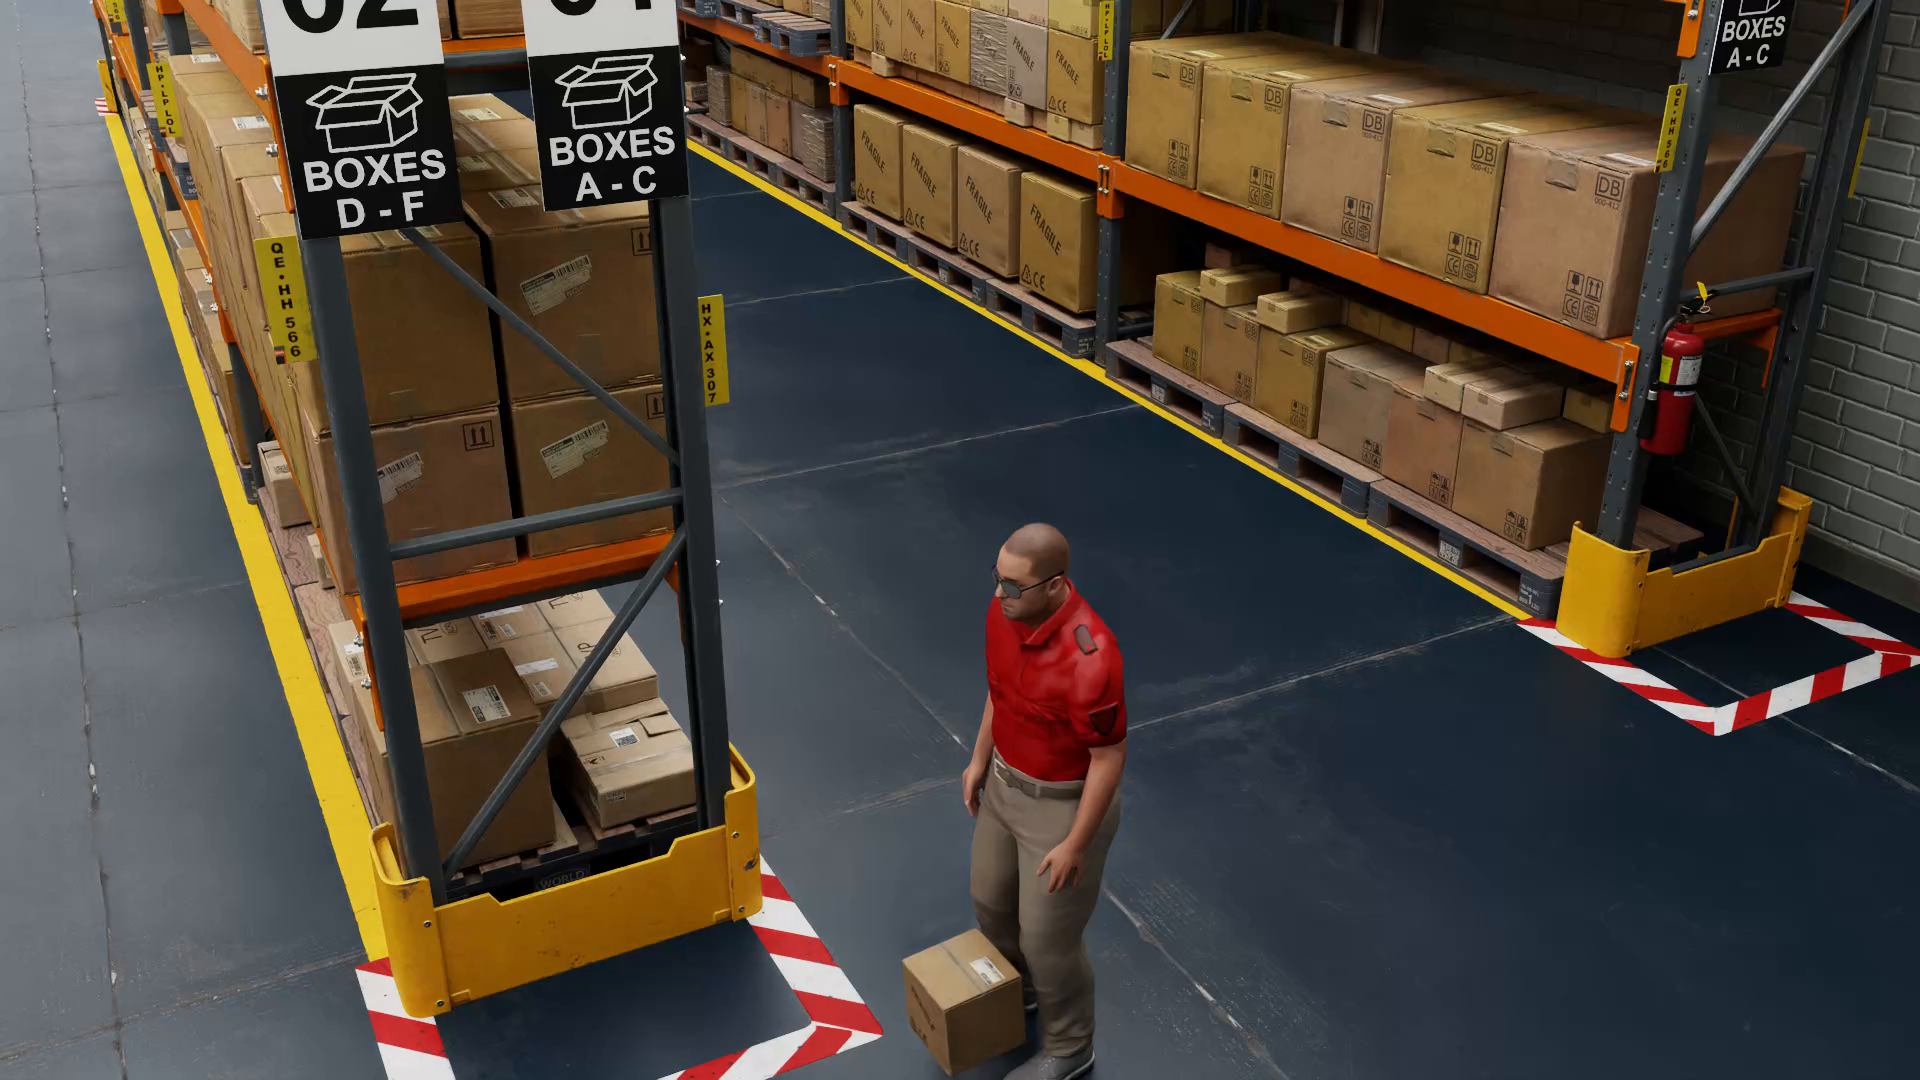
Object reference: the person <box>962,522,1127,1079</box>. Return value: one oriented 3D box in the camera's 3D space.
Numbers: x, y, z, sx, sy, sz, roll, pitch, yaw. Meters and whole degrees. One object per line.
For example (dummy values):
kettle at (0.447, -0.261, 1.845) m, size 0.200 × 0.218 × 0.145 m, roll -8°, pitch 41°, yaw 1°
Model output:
person at (0.216, 0.730, 4.582) m, size 0.394 × 1.728 × 0.570 m, roll -14°, pitch 29°, yaw -27°
